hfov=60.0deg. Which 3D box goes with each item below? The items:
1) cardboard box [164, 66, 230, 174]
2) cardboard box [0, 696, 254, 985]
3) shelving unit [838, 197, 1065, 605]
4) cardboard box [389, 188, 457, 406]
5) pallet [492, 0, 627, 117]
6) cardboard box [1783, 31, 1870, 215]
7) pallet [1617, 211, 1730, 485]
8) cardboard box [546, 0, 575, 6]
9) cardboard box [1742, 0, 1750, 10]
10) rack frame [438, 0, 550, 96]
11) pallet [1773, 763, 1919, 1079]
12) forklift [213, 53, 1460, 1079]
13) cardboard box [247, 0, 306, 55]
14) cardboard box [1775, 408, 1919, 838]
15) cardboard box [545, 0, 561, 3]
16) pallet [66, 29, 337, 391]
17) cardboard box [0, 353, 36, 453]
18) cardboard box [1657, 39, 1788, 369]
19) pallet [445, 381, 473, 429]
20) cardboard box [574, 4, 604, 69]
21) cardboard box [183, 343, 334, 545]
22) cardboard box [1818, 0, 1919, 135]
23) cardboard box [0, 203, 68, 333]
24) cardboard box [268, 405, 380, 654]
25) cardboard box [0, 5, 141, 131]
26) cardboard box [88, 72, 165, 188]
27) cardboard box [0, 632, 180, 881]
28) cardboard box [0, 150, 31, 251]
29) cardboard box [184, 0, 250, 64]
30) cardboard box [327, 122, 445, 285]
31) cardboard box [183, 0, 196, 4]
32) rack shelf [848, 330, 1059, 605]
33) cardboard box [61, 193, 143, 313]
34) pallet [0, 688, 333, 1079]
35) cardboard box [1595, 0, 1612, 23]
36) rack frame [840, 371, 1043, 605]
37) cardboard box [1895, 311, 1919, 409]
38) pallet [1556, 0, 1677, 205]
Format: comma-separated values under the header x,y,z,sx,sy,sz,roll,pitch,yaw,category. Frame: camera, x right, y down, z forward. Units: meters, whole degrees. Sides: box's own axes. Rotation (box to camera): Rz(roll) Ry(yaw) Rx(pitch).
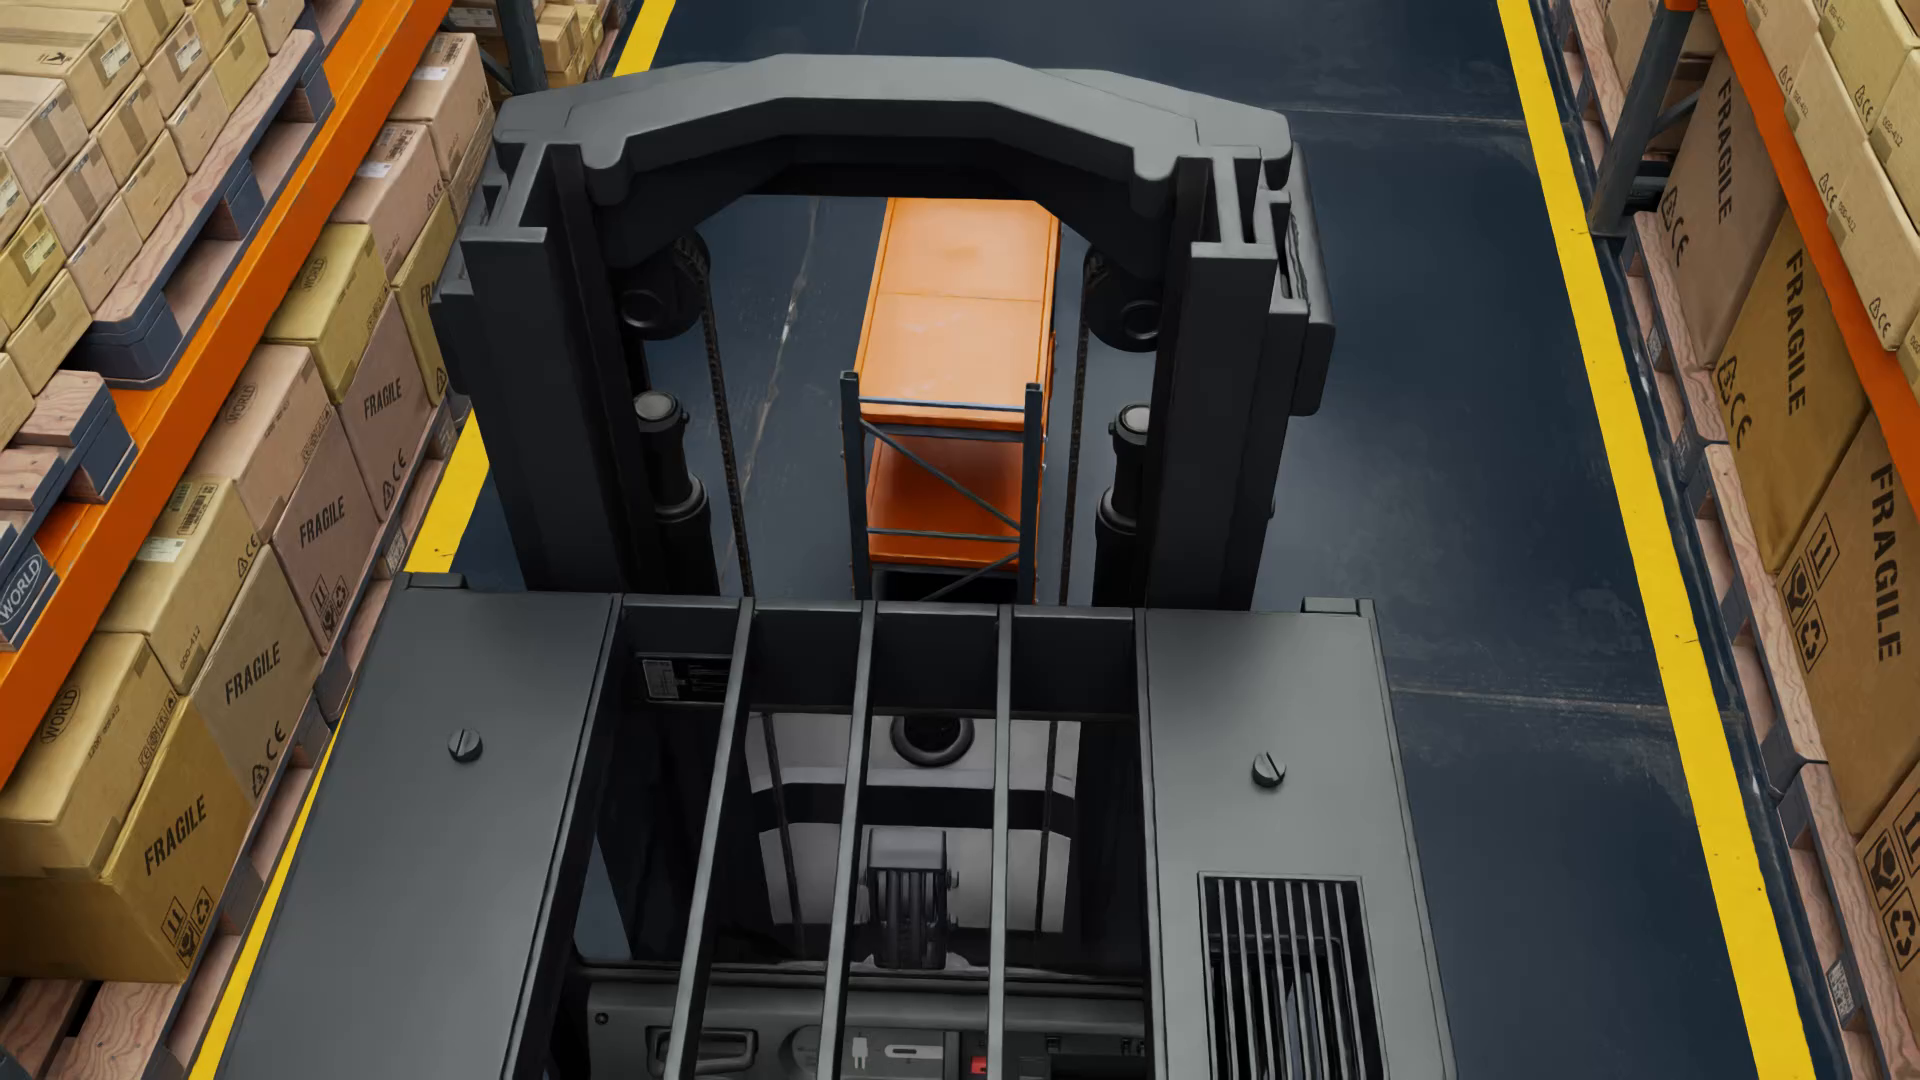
x,y,z,sx,sy,sz,roll,pitch,yaw,category
-2.025,-1.029,4.044,0.380,0.149,0.250,2,48,2,cardboard box
-2.093,0.708,3.979,0.500,0.500,0.500,2,48,2,cardboard box
0.001,-0.385,4.839,0.538,1.125,1.048,4,48,4,shelving unit
-1.910,-0.791,5.350,0.500,0.500,0.500,3,48,3,cardboard box
-2.021,-1.986,6.923,1.003,0.211,1.213,4,48,4,pallet
2.481,-1.060,4.288,0.500,0.250,0.500,4,48,3,cardboard box
2.897,-0.659,5.710,1.003,0.211,1.213,4,48,4,pallet
-1.761,-2.148,6.627,0.380,0.149,0.250,4,48,4,cardboard box
2.589,-1.816,4.980,0.500,0.250,0.500,3,48,3,cardboard box
-2.047,-2.431,5.440,1.000,3.000,0.127,4,48,4,rack frame
2.674,1.134,4.070,1.003,0.211,1.213,4,48,4,pallet
-0.098,0.968,2.378,1.130,2.935,3.031,2,48,1,forklift
-1.976,-1.420,4.401,0.380,0.149,0.250,2,48,2,cardboard box
2.759,0.185,4.203,0.875,0.875,0.875,4,48,4,cardboard box
-1.725,-2.249,6.518,0.380,0.149,0.250,6,48,5,cardboard box
-2.272,-0.884,4.156,1.003,0.211,1.213,4,48,4,pallet
-2.121,-0.259,3.340,0.380,0.149,0.250,6,48,5,cardboard box
2.915,-1.136,5.411,0.875,0.875,0.875,5,48,5,cardboard box
-2.116,-0.917,5.946,1.003,0.211,1.213,4,48,4,pallet
-1.669,-2.052,6.741,0.380,0.149,0.250,5,48,5,cardboard box
-2.003,-0.268,4.364,0.500,0.250,0.500,4,48,4,cardboard box
2.479,-1.232,4.107,0.500,0.250,0.500,4,48,4,cardboard box
-2.101,-0.572,3.424,0.380,0.149,0.250,4,48,4,cardboard box
-2.008,-0.039,4.663,0.500,0.500,0.500,3,48,3,cardboard box
-2.058,-1.042,3.652,0.380,0.149,0.250,5,48,5,cardboard box
-2.051,-0.937,3.758,0.380,0.149,0.250,3,48,3,cardboard box
-2.107,0.467,3.691,0.500,0.250,0.500,2,48,2,cardboard box
-2.103,-0.648,3.292,0.380,0.149,0.250,2,48,2,cardboard box
-2.003,-1.314,4.103,0.380,0.149,0.250,4,48,4,cardboard box
-1.923,-1.041,5.070,0.500,0.250,0.500,6,48,5,cardboard box
-2.008,-1.423,4.001,0.380,0.149,0.250,2,48,2,cardboard box
0.001,-0.220,5.020,0.538,0.278,1.000,4,48,4,rack shelf
-2.076,-0.653,3.700,0.380,0.149,0.250,5,48,5,cardboard box
-2.338,0.876,4.306,1.003,0.211,1.213,4,48,4,pallet
3.137,-2.561,7.012,0.875,0.438,0.875,3,48,2,cardboard box
-0.046,-0.011,4.498,0.500,1.125,0.032,4,48,4,rack frame
2.408,-0.317,3.609,0.500,0.250,0.500,3,48,3,cardboard box
3.039,-1.785,6.739,1.003,0.211,1.213,4,48,4,pallet
